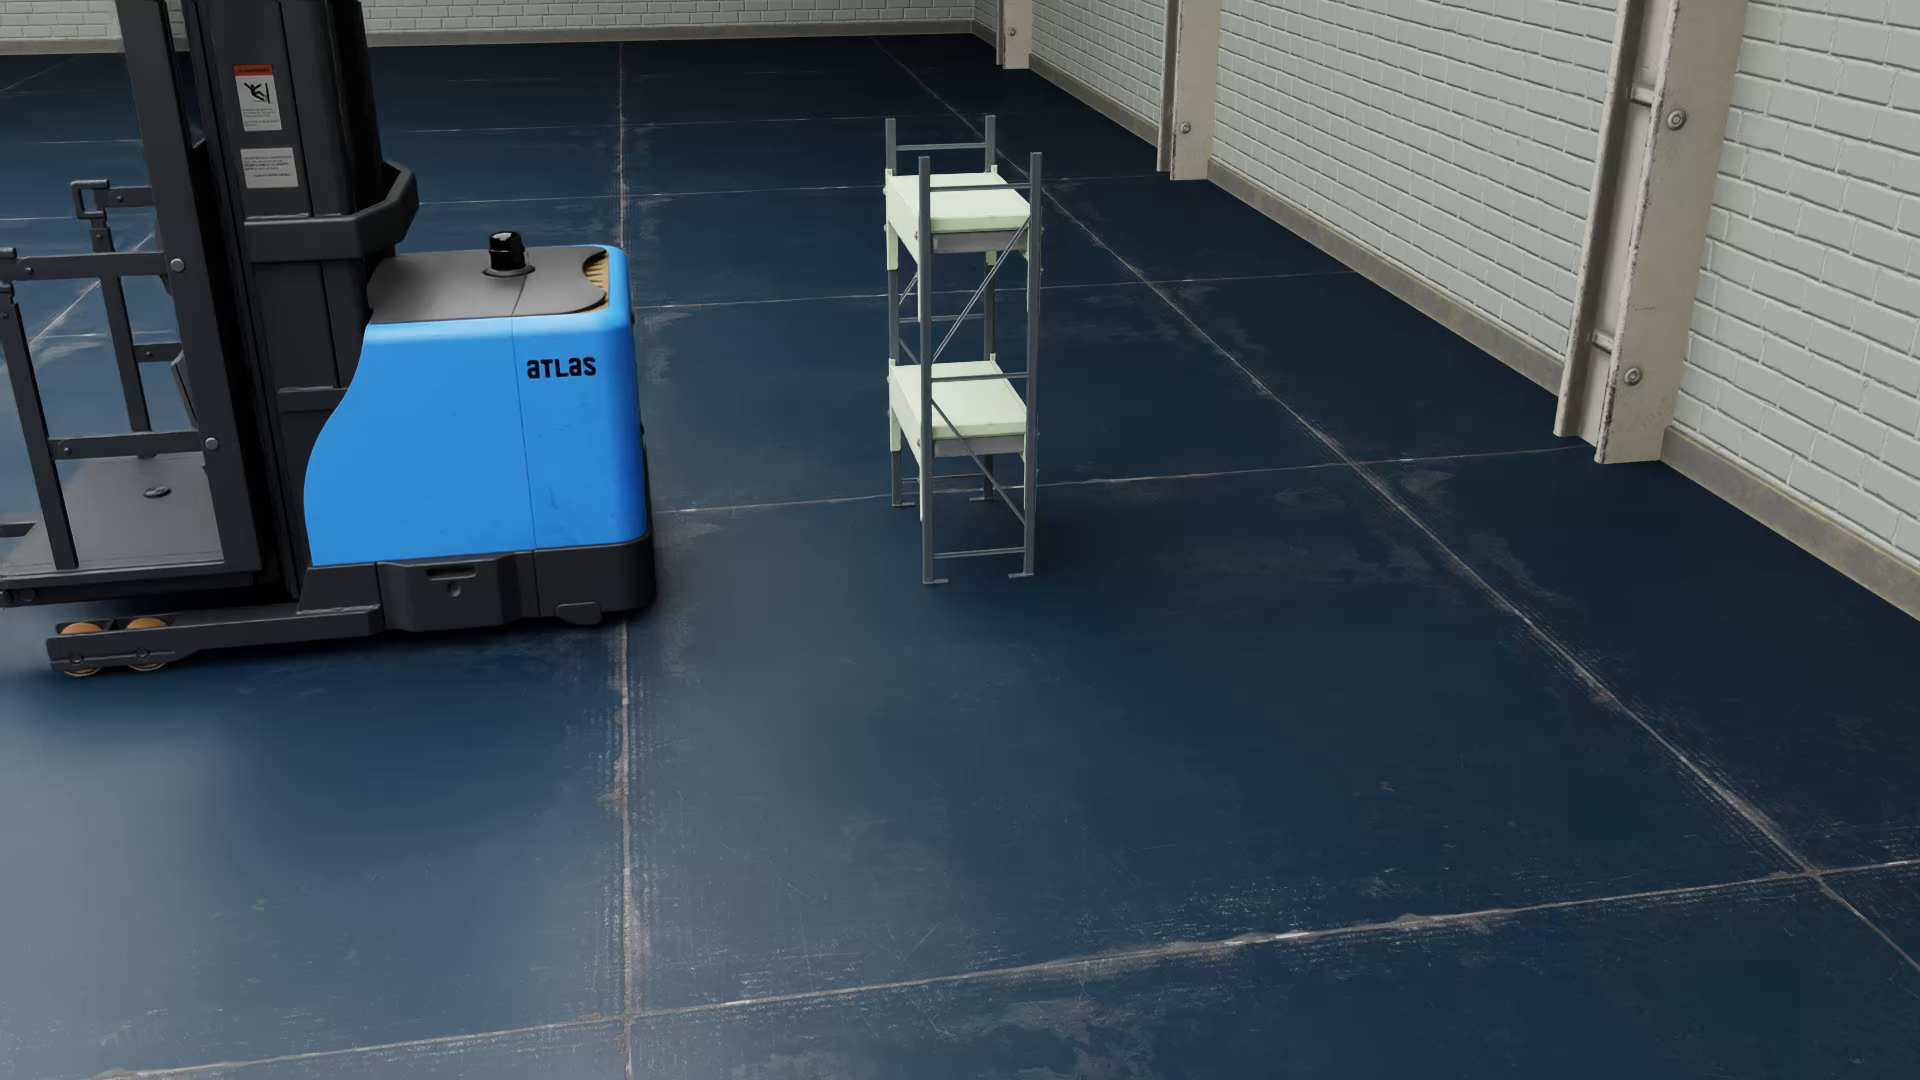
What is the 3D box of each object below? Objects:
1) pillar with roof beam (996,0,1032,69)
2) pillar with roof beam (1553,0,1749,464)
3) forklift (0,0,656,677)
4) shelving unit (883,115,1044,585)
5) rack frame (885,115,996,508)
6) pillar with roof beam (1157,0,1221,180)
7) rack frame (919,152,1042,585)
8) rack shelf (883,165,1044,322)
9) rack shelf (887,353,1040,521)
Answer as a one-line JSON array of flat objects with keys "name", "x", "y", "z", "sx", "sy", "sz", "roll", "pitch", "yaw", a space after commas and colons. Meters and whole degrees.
[{"name": "pillar with roof beam", "x": -3.647, "y": -8.933, "z": 15.461, "sx": 9.100, "sy": 9.000, "sz": 0.400, "roll": -4, "pitch": 24, "yaw": -10}, {"name": "pillar with roof beam", "x": -1.428, "y": -4.213, "z": 4.654, "sx": 9.100, "sy": 9.000, "sz": 0.400, "roll": -4, "pitch": 24, "yaw": -10}, {"name": "forklift", "x": -2.599, "y": -1.141, "z": 5.201, "sx": 3.031, "sy": 2.935, "sz": 1.130, "roll": -4, "pitch": 24, "yaw": -10}, {"name": "shelving unit", "x": -0.001, "y": -0.690, "z": 5.956, "sx": 0.431, "sy": 1.500, "sz": 0.755, "roll": -4, "pitch": 24, "yaw": -10}, {"name": "rack frame", "x": -0.069, "y": -0.834, "z": 6.285, "sx": 0.400, "sy": 1.500, "sz": 0.023, "roll": -4, "pitch": 24, "yaw": -10}, {"name": "pillar with roof beam", "x": -2.537, "y": -6.573, "z": 10.058, "sx": 9.100, "sy": 9.000, "sz": 0.400, "roll": -4, "pitch": 24, "yaw": -10}, {"name": "rack frame", "x": 0.066, "y": -0.546, "z": 5.626, "sx": 0.400, "sy": 1.500, "sz": 0.023, "roll": -4, "pitch": 24, "yaw": -10}, {"name": "rack shelf", "x": -0.001, "y": -1.048, "z": 5.800, "sx": 0.431, "sy": 0.370, "sz": 0.720, "roll": -4, "pitch": 24, "yaw": -10}, {"name": "rack shelf", "x": -0.001, "y": -0.391, "z": 6.086, "sx": 0.431, "sy": 0.370, "sz": 0.720, "roll": -4, "pitch": 24, "yaw": -10}]
